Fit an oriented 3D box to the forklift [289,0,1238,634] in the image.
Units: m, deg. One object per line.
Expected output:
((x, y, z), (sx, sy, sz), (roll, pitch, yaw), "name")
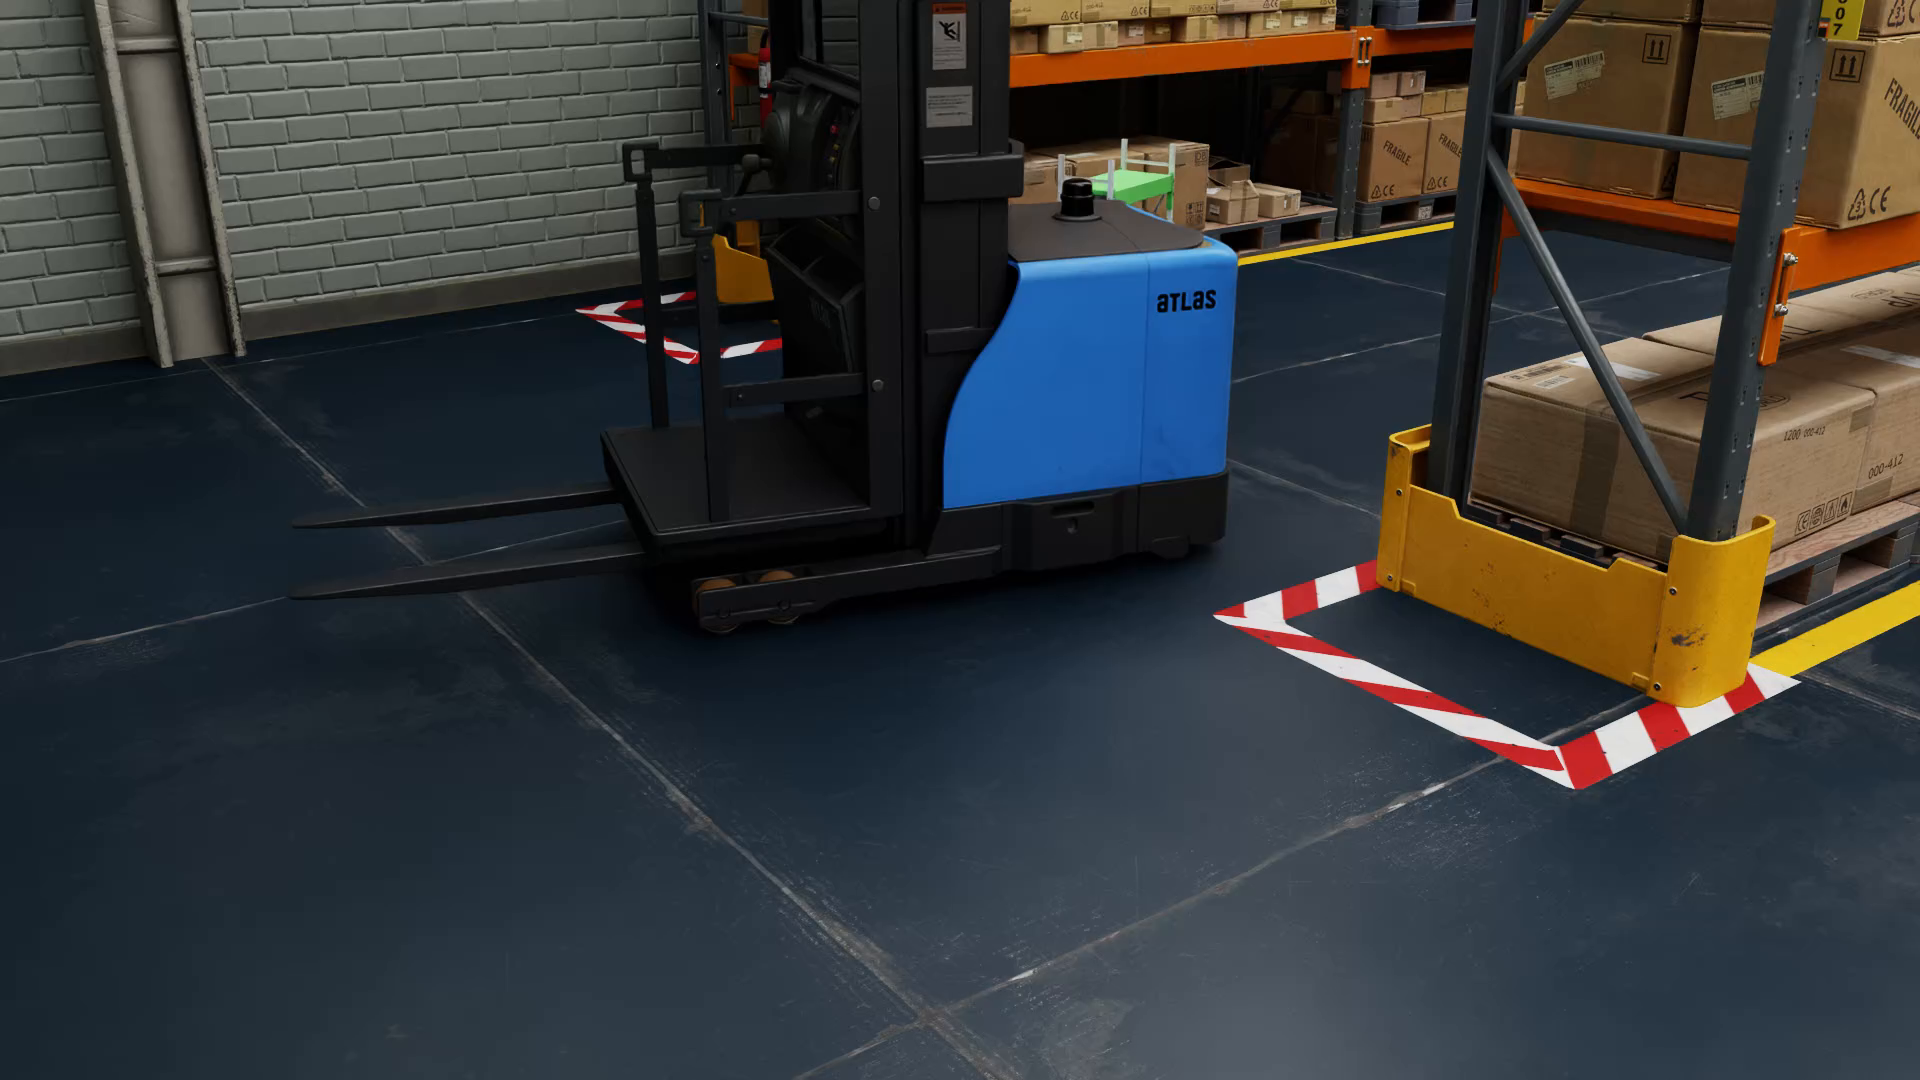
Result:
((-0.652, -1.291, 5.178), (3.031, 2.935, 1.130), (-8, 23, -18), "forklift")

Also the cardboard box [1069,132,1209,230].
((1.070, -2.155, 10.055), (0.500, 0.500, 0.700), (-16, 27, -35), "cardboard box")

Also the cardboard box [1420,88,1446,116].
((3.034, -2.960, 11.197), (0.250, 0.149, 0.380), (-17, 27, -36), "cardboard box")

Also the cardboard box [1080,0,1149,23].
((0.706, -3.041, 9.272), (0.500, 0.250, 0.500), (-16, 27, -34), "cardboard box")

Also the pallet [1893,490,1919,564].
((3.454, -0.290, 6.339), (1.213, 0.211, 1.003), (-15, 26, -33), "pallet")

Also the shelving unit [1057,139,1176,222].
((0.616, -0.963, 6.691), (0.258, 1.200, 0.503), (14, 26, 32), "shelving unit")

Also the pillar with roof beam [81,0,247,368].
((-1.242, -3.798, 3.271), (0.400, 9.000, 9.100), (-15, 26, -33), "pillar with roof beam")

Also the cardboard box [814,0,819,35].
((-0.515, -2.704, 8.427), (0.500, 0.250, 0.500), (-15, 26, -33), "cardboard box")

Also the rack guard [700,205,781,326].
((-0.979, -1.474, 8.916), (0.348, 0.500, 1.175), (-15, 26, -33), "rack guard")

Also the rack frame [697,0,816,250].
((-1.041, -2.619, 8.412), (0.127, 3.000, 1.000), (-15, 26, -33), "rack frame")

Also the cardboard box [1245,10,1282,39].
((1.699, -3.096, 9.948), (0.250, 0.149, 0.380), (-14, 26, -31), "cardboard box")

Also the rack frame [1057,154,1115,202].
((0.477, -0.889, 6.504), (0.240, 1.200, 0.015), (14, 26, 32), "rack frame")

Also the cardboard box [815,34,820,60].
((-0.614, -2.491, 8.430), (0.250, 0.149, 0.380), (-15, 26, -33), "cardboard box")

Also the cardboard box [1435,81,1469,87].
((3.473, -3.066, 11.463), (0.250, 0.149, 0.380), (-15, 26, -33), "cardboard box")

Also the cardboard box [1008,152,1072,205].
((0.228, -1.930, 9.492), (0.500, 0.500, 0.700), (-14, 26, -31), "cardboard box")

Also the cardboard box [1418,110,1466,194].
((3.157, -2.674, 11.356), (0.500, 0.500, 0.500), (-15, 26, -34), "cardboard box")

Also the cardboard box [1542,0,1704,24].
((2.114, -1.813, 4.909), (0.500, 0.500, 0.500), (-14, 26, -31), "cardboard box")

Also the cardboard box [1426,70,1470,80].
((3.585, -3.325, 12.112), (0.250, 0.149, 0.380), (-16, 27, -35), "cardboard box")

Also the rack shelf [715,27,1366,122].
((0.583, -2.718, 9.630), (4.000, 0.370, 1.077), (-15, 26, -33), "rack shelf")

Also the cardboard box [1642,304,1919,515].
((3.077, -0.505, 6.005), (0.875, 0.438, 0.875), (-14, 26, -31), "cardboard box")

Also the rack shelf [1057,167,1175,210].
((0.616, -1.349, 6.537), (0.258, 0.148, 0.480), (14, 26, 32), "rack shelf")

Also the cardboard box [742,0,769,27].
((-0.822, -2.867, 8.834), (0.500, 0.250, 0.500), (-14, 26, -31), "cardboard box")

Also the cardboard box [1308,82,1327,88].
((2.547, -3.045, 11.411), (0.250, 0.149, 0.380), (-15, 26, -33), "cardboard box")

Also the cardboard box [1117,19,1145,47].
((0.832, -2.894, 9.441), (0.250, 0.149, 0.380), (-15, 26, -33), "cardboard box")

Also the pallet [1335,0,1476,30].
((2.919, -3.536, 10.968), (1.213, 0.211, 1.003), (-15, 26, -33), "pallet")

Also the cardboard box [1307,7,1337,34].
((2.095, -3.223, 10.265), (0.250, 0.149, 0.380), (-15, 26, -32), "cardboard box")

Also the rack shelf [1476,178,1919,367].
((3.485, -1.225, 5.890), (4.000, 0.370, 1.077), (-15, 26, -33), "rack shelf")

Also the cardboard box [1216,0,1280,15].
((1.537, -3.257, 9.811), (0.500, 0.250, 0.500), (-15, 26, -33), "cardboard box")

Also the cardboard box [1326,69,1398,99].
((2.617, -2.974, 10.831), (0.250, 0.149, 0.380), (-15, 26, -34), "cardboard box")

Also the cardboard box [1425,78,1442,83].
((3.187, -3.207, 11.816), (0.250, 0.149, 0.380), (-14, 26, -31), "cardboard box")

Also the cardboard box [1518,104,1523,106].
((3.989, -2.891, 11.900), (0.500, 0.500, 0.500), (-16, 27, -35), "cardboard box")

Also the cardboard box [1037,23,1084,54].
((0.461, -2.755, 9.091), (0.250, 0.149, 0.380), (-16, 27, -34), "cardboard box")

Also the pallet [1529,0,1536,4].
((4.944, -4.093, 12.366), (1.003, 0.211, 1.213), (-15, 26, -33), "pallet")

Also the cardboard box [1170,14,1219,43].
((1.280, -2.984, 9.666), (0.250, 0.149, 0.380), (-15, 26, -34), "cardboard box")

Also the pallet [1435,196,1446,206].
((3.836, -2.642, 12.234), (1.213, 0.211, 1.003), (-15, 26, -33), "pallet")

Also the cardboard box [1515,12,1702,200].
((2.098, -1.357, 5.114), (0.500, 0.500, 0.500), (-15, 26, -33), "cardboard box")

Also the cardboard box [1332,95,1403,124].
((2.653, -2.818, 10.841), (0.250, 0.149, 0.380), (-14, 25, -30), "cardboard box")

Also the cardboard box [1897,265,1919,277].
((4.536, -0.894, 6.979), (0.875, 0.438, 0.875), (-15, 26, -34), "cardboard box")

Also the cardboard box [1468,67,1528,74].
((4.003, -3.437, 12.394), (0.250, 0.149, 0.380), (-16, 27, -34), "cardboard box")

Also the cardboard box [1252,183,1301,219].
((1.926, -2.147, 10.508), (0.250, 0.149, 0.380), (-16, 27, -34), "cardboard box")

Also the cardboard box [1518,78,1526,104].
((3.878, -3.186, 11.765), (0.250, 0.149, 0.380), (-15, 26, -33), "cardboard box")
